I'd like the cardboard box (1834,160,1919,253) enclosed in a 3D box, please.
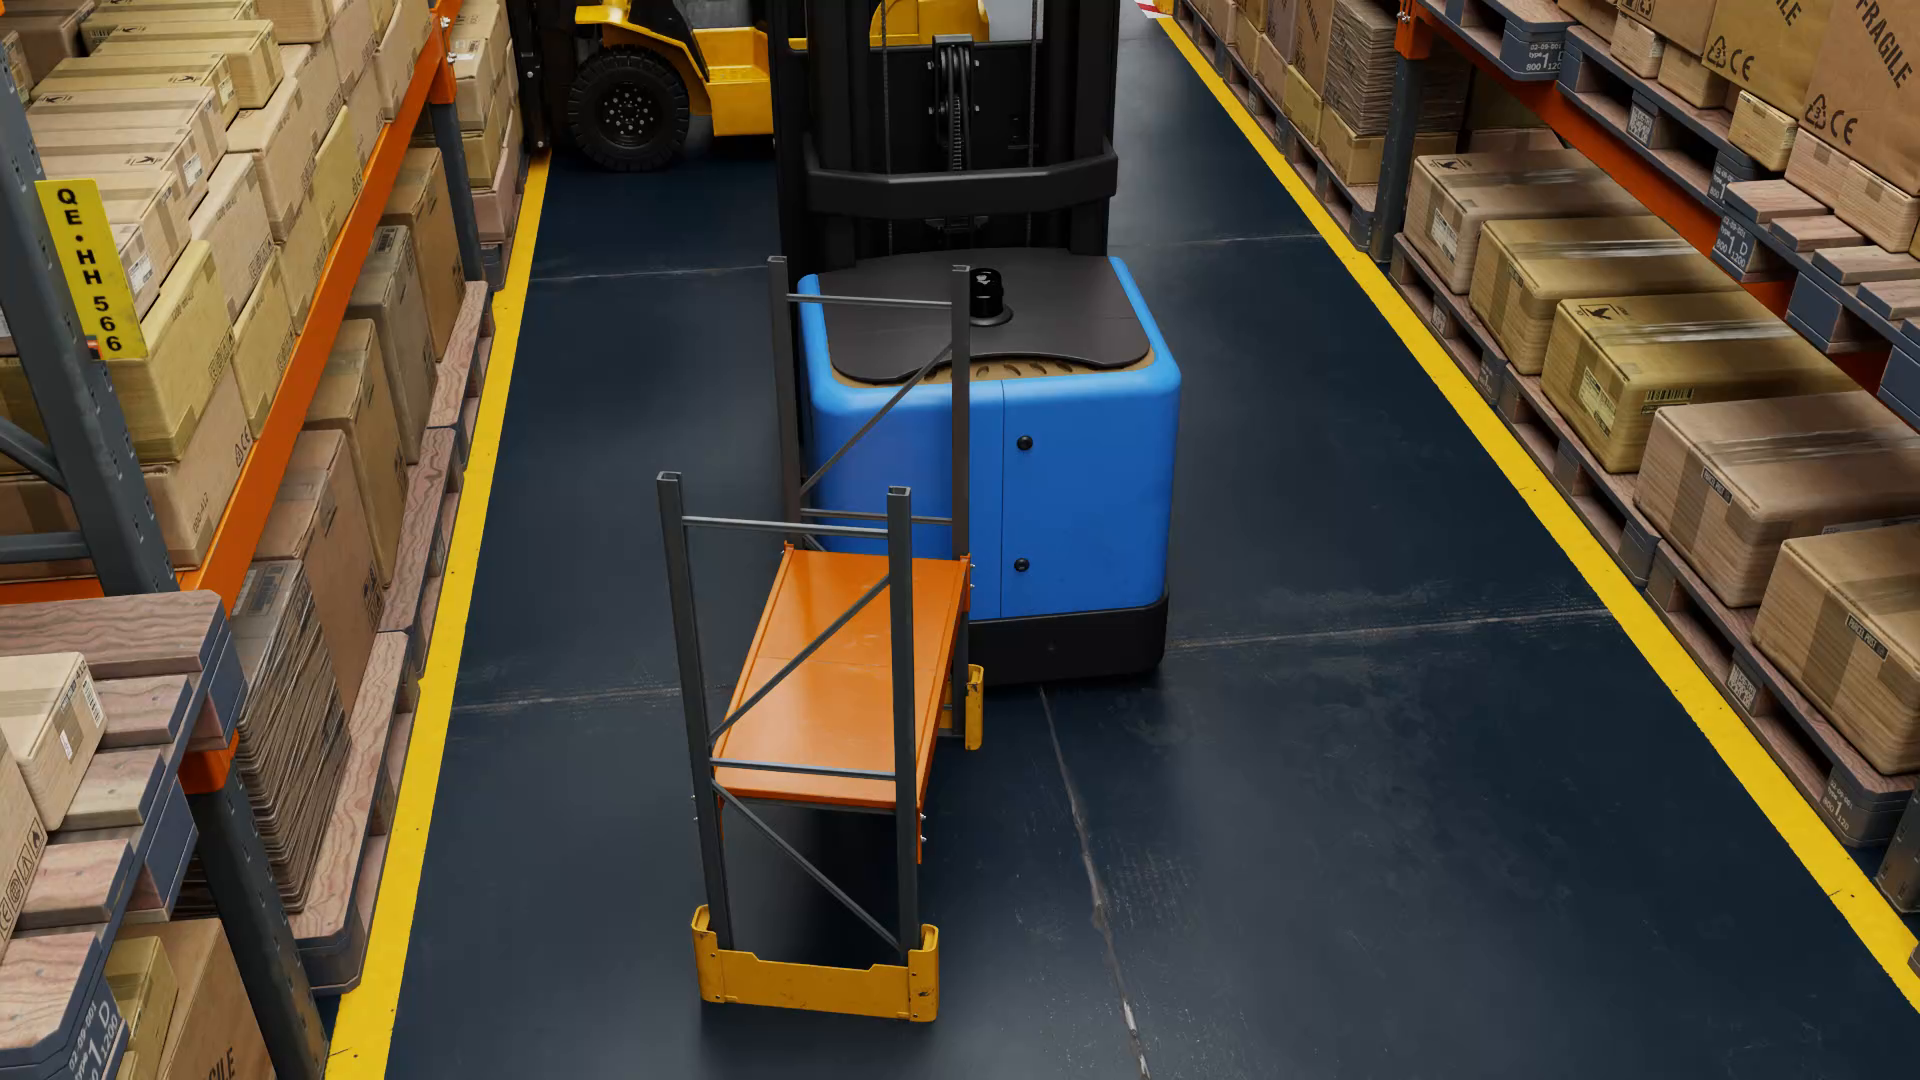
[{"bbox_3d":[2.463,-0.851,4.185,0.380,0.149,0.250,-5,35,-7],"label":"cardboard box"}]

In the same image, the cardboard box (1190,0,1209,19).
[{"bbox_3d":[1.685,-3.365,10.093,0.500,0.250,0.500,-5,35,-7],"label":"cardboard box"}]

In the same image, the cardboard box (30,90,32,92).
[{"bbox_3d":[-2.463,-0.896,4.090,0.500,0.250,0.500,-5,35,-7],"label":"cardboard box"}]

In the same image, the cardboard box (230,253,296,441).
[{"bbox_3d":[-1.872,-0.442,3.868,0.500,0.250,0.500,-5,35,-7],"label":"cardboard box"}]

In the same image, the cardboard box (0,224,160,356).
[{"bbox_3d":[-1.743,-0.466,3.106,0.380,0.149,0.250,-3,34,-5],"label":"cardboard box"}]

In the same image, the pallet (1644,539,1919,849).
[{"bbox_3d":[2.823,0.381,5.003,1.003,0.211,1.213,-4,35,-6],"label":"pallet"}]

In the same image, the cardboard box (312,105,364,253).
[{"bbox_3d":[-2.016,-1.018,4.714,0.500,0.250,0.500,-3,34,-5],"label":"cardboard box"}]

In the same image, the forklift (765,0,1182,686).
[{"bbox_3d":[-0.085,-1.563,5.440,1.130,2.935,3.031,-4,35,-6],"label":"forklift"}]

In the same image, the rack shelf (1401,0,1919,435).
[{"bbox_3d":[2.657,-1.153,5.418,1.077,0.370,4.000,-4,35,-6],"label":"rack shelf"}]

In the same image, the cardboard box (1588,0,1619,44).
[{"bbox_3d":[2.313,-1.727,5.471,0.380,0.149,0.250,-4,34,-6],"label":"cardboard box"}]

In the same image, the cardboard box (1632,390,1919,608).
[{"bbox_3d":[2.753,-0.150,5.266,0.950,0.372,0.625,-5,35,-7],"label":"cardboard box"}]

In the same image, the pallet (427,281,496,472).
[{"bbox_3d":[-2.392,-0.628,6.485,1.003,0.211,1.213,-4,35,-6],"label":"pallet"}]

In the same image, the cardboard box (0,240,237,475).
[{"bbox_3d":[-1.785,-0.369,3.318,0.500,0.250,0.500,-4,35,-6],"label":"cardboard box"}]

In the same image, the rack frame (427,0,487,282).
[{"bbox_3d":[-2.530,-2.189,6.298,1.000,3.000,0.127,-4,35,-6],"label":"rack frame"}]

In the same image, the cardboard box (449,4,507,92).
[{"bbox_3d":[-2.343,-2.219,7.524,0.500,0.250,0.500,-4,35,-6],"label":"cardboard box"}]

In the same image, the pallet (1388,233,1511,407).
[{"bbox_3d":[2.495,-0.980,7.001,1.003,0.211,1.213,-4,35,-6],"label":"pallet"}]

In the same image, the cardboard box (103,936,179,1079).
[{"bbox_3d":[-1.674,0.891,3.050,0.380,0.149,0.250,-6,35,-9],"label":"cardboard box"}]

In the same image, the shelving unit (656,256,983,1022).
[{"bbox_3d":[-0.286,0.230,4.081,0.587,1.500,1.083,4,34,6],"label":"shelving unit"}]

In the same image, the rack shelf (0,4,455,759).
[{"bbox_3d":[-2.261,-0.775,4.863,1.077,0.370,4.000,-4,35,-6],"label":"rack shelf"}]

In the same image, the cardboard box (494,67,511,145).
[{"bbox_3d":[-2.359,-2.007,7.656,0.500,0.250,0.500,-5,35,-7],"label":"cardboard box"}]

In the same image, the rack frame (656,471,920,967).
[{"bbox_3d":[-0.346,0.509,3.671,0.500,1.500,0.032,4,34,6],"label":"rack frame"}]

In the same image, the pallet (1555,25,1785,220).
[{"bbox_3d":[2.620,-1.357,5.248,1.003,0.211,1.213,-4,35,-6],"label":"pallet"}]

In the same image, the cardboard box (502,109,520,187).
[{"bbox_3d":[-2.350,-1.803,7.801,0.500,0.250,0.500,-5,35,-7],"label":"cardboard box"}]

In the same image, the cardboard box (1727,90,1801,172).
[{"bbox_3d":[2.386,-1.144,4.616,0.380,0.149,0.250,-4,34,-6],"label":"cardboard box"}]

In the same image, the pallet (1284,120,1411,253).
[{"bbox_3d":[2.263,-1.787,8.184,1.003,0.211,1.213,-4,35,-6],"label":"pallet"}]

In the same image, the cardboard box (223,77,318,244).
[{"bbox_3d":[-1.928,-0.940,4.155,0.500,0.250,0.500,-5,35,-8],"label":"cardboard box"}]

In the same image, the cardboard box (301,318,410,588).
[{"bbox_3d":[-2.249,-0.238,5.171,0.875,0.625,0.625,-6,35,-8],"label":"cardboard box"}]

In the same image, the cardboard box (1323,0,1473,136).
[{"bbox_3d":[2.043,-2.224,7.752,0.500,0.500,0.500,-5,35,-7],"label":"cardboard box"}]

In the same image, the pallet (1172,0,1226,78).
[{"bbox_3d":[1.935,-3.148,10.182,1.003,0.211,1.213,-4,35,-6],"label":"pallet"}]

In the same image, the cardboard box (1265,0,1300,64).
[{"bbox_3d":[1.903,-2.792,8.586,0.500,0.500,0.500,-3,34,-4],"label":"cardboard box"}]

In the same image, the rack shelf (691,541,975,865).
[{"bbox_3d":[-0.285,0.374,4.189,0.538,0.185,1.000,4,34,6],"label":"rack shelf"}]

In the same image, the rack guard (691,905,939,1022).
[{"bbox_3d":[-0.346,1.025,4.024,0.587,0.250,0.087,4,34,6],"label":"rack guard"}]

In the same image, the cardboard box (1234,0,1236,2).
[{"bbox_3d":[1.763,-3.370,9.435,0.500,0.500,0.500,-6,35,-8],"label":"cardboard box"}]

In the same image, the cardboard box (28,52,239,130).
[{"bbox_3d":[-1.951,-1.039,3.947,0.380,0.149,0.250,-4,34,-6],"label":"cardboard box"}]

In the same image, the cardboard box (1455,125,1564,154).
[{"bbox_3d":[2.577,-1.954,8.022,0.500,0.250,0.500,-6,35,-9],"label":"cardboard box"}]

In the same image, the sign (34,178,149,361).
[{"bbox_3d":[-1.455,-0.449,2.787,0.100,0.325,0.005,-4,35,-6],"label":"sign"}]

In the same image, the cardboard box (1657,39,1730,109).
[{"bbox_3d":[2.362,-1.428,5.032,0.380,0.149,0.250,-5,35,-8],"label":"cardboard box"}]

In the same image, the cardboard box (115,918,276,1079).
[{"bbox_3d":[-1.722,1.122,3.286,0.500,0.500,0.500,-3,34,-5],"label":"cardboard box"}]

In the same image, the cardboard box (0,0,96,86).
[{"bbox_3d":[-2.462,-1.288,4.311,0.380,0.149,0.250,-3,34,-5],"label":"cardboard box"}]

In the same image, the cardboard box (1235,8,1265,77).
[{"bbox_3d":[1.832,-2.776,9.229,0.500,0.250,0.500,-2,34,-3],"label":"cardboard box"}]

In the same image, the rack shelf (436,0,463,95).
[{"bbox_3d":[-2.799,-3.008,8.139,1.077,0.370,4.000,-4,35,-6],"label":"rack shelf"}]

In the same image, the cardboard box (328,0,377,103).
[{"bbox_3d":[-2.071,-1.507,4.986,0.500,0.250,0.500,-4,34,-5],"label":"cardboard box"}]

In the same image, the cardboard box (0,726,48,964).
[{"bbox_3d":[-1.529,0.496,2.119,0.500,0.250,0.500,-6,35,-9],"label":"cardboard box"}]

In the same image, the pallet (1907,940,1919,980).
[{"bbox_3d":[2.958,1.263,3.709,1.003,0.211,1.213,-4,35,-6],"label":"pallet"}]

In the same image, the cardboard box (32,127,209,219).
[{"bbox_3d":[-1.840,-0.757,3.532,0.380,0.149,0.250,-3,34,-5],"label":"cardboard box"}]

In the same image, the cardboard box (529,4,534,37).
[{"bbox_3d":[-2.545,-2.850,8.893,0.500,0.250,0.500,-5,35,-7],"label":"cardboard box"}]

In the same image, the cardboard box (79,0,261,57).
[{"bbox_3d":[-2.058,-1.323,4.364,0.380,0.149,0.250,-4,35,-6],"label":"cardboard box"}]

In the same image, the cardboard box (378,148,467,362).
[{"bbox_3d":[-2.448,-1.091,6.423,0.875,0.625,0.625,-3,34,-4],"label":"cardboard box"}]

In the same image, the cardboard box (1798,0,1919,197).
[{"bbox_3d":[2.509,-1.193,4.111,0.500,0.500,0.500,-5,35,-7],"label":"cardboard box"}]

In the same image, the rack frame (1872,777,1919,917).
[{"bbox_3d":[2.926,-0.335,3.578,1.000,3.000,0.127,-4,35,-6],"label":"rack frame"}]

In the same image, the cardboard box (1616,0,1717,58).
[{"bbox_3d":[2.368,-1.779,4.971,0.500,0.500,0.500,-6,35,-8],"label":"cardboard box"}]

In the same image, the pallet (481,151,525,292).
[{"bbox_3d":[-2.595,-1.484,7.739,1.003,0.211,1.213,-4,35,-6],"label":"pallet"}]

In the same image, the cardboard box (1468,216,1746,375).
[{"bbox_3d":[2.561,-0.961,6.457,0.950,0.372,0.625,-2,34,-3],"label":"cardboard box"}]

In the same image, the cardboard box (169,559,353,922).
[{"bbox_3d":[-2.062,0.502,4.086,0.875,0.625,0.625,-3,34,-5],"label":"cardboard box"}]

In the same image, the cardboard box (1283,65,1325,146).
[{"bbox_3d":[1.961,-2.210,8.398,0.500,0.250,0.500,-5,35,-8],"label":"cardboard box"}]

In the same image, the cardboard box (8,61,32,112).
[{"bbox_3d":[-2.417,-1.002,3.892,0.380,0.149,0.250,-5,35,-7],"label":"cardboard box"}]

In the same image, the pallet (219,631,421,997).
[{"bbox_3d":[-2.064,0.733,4.487,1.003,0.211,1.213,-4,35,-6],"label":"pallet"}]

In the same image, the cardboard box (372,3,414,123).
[{"bbox_3d":[-2.130,-1.585,5.546,0.500,0.250,0.500,-5,35,-7],"label":"cardboard box"}]
